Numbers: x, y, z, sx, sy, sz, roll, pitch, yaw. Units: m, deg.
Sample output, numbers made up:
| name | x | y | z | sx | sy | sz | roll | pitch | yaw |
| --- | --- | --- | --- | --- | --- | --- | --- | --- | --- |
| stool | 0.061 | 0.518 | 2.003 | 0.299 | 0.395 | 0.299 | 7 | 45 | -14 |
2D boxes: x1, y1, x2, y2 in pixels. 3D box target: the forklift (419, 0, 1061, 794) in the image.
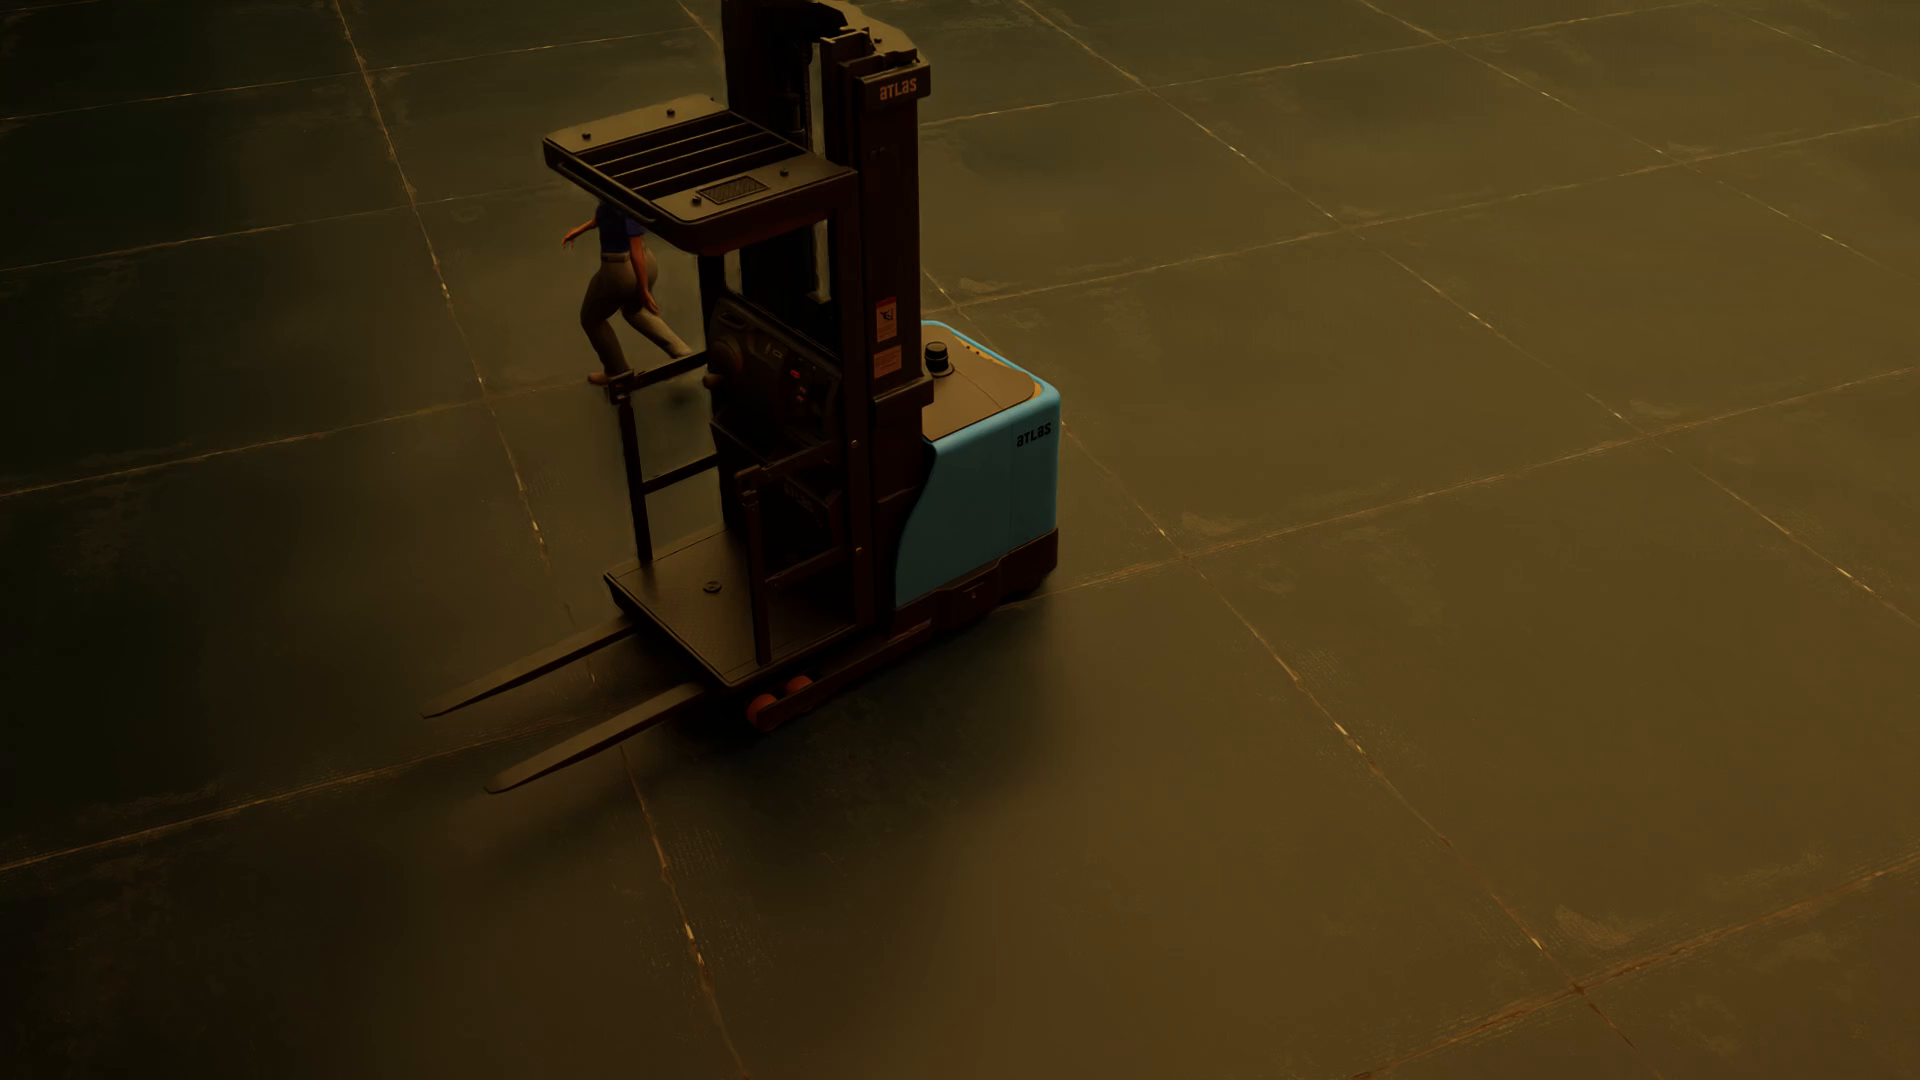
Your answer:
| name | x | y | z | sx | sy | sz | roll | pitch | yaw |
| --- | --- | --- | --- | --- | --- | --- | --- | --- | --- |
| forklift | -0.969 | -0.686 | 7.064 | 3.031 | 2.935 | 1.130 | -26 | 43 | -31 |

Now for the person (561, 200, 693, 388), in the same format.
| name | x | y | z | sx | sy | sz | roll | pitch | yaw |
| --- | --- | --- | --- | --- | --- | --- | --- | --- | --- |
| person | -1.903 | -1.532 | 9.433 | 0.704 | 1.589 | 0.535 | 13 | 38 | 18 |
